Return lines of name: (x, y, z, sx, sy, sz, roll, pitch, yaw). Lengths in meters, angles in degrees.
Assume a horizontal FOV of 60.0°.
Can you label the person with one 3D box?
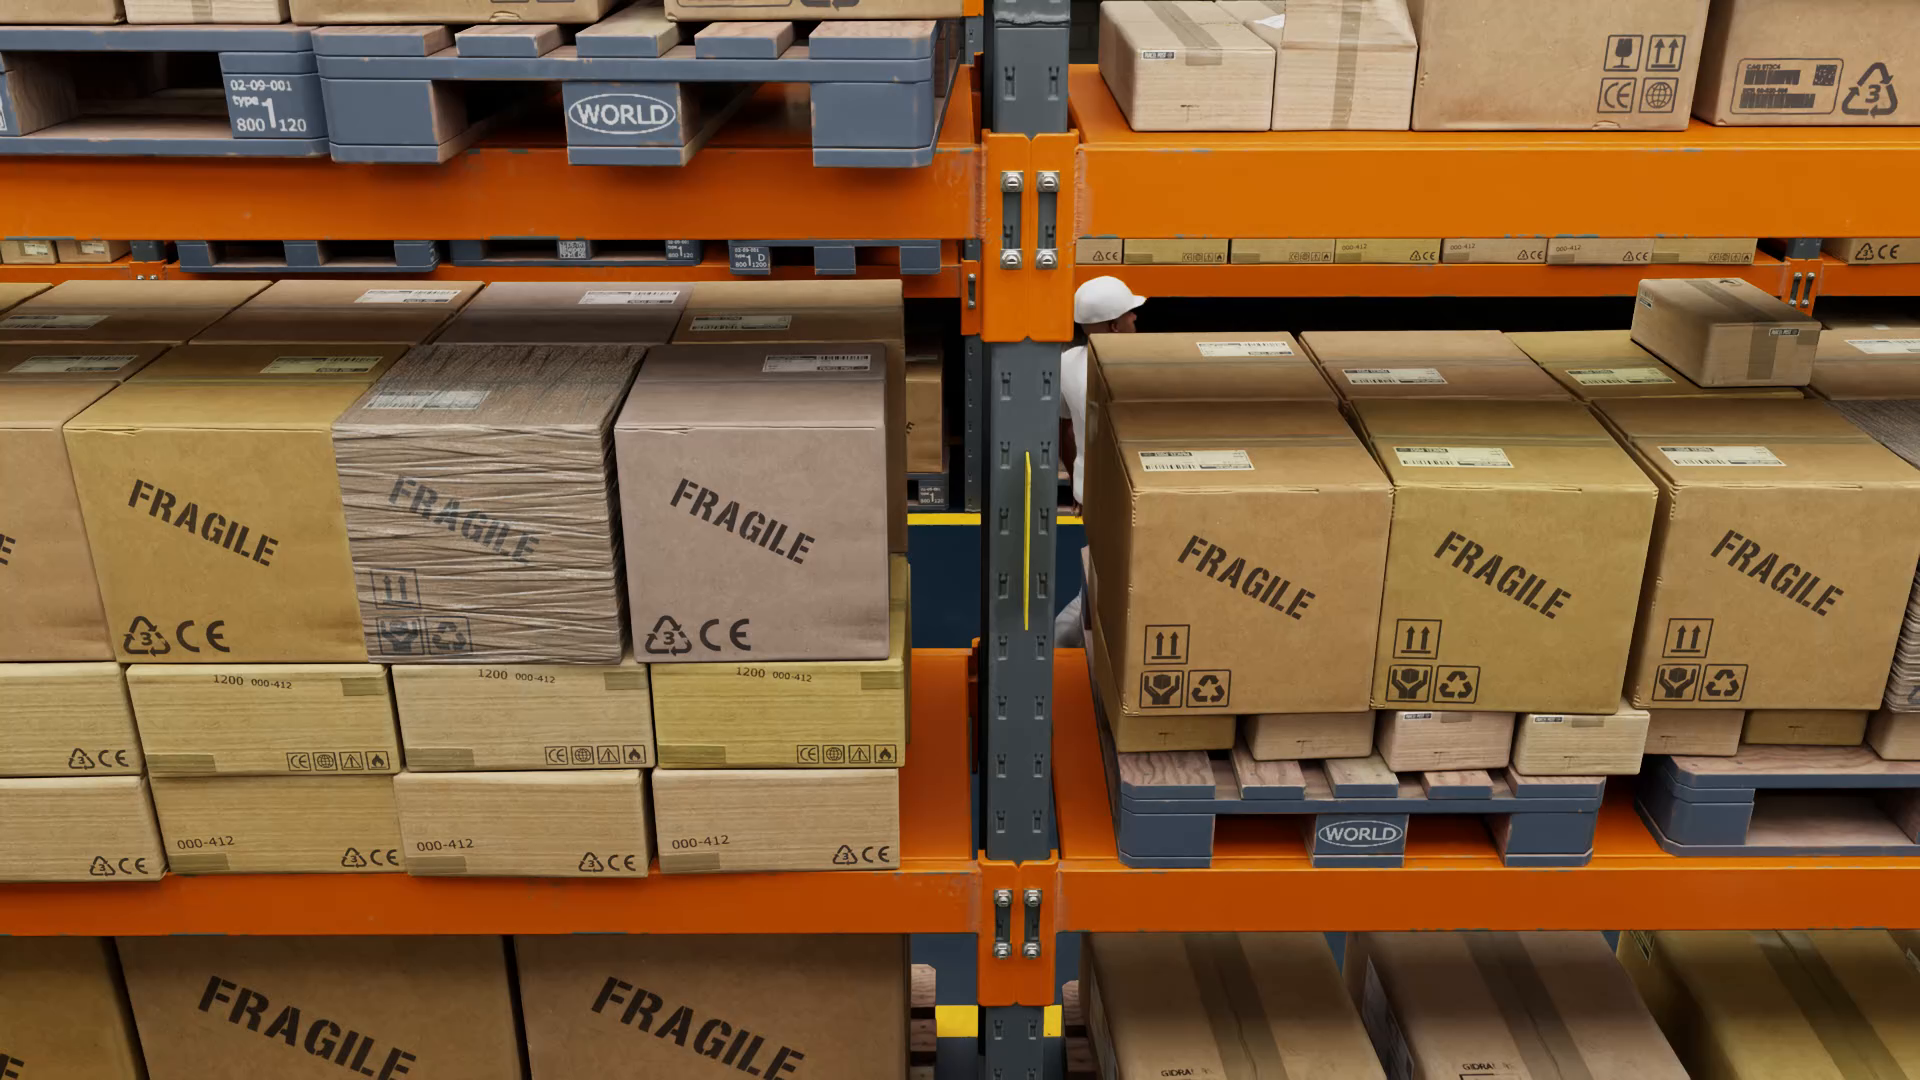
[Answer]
person: (0.695, -0.168, 6.471, 0.911, 1.741, 0.635, -3, 24, -6)
